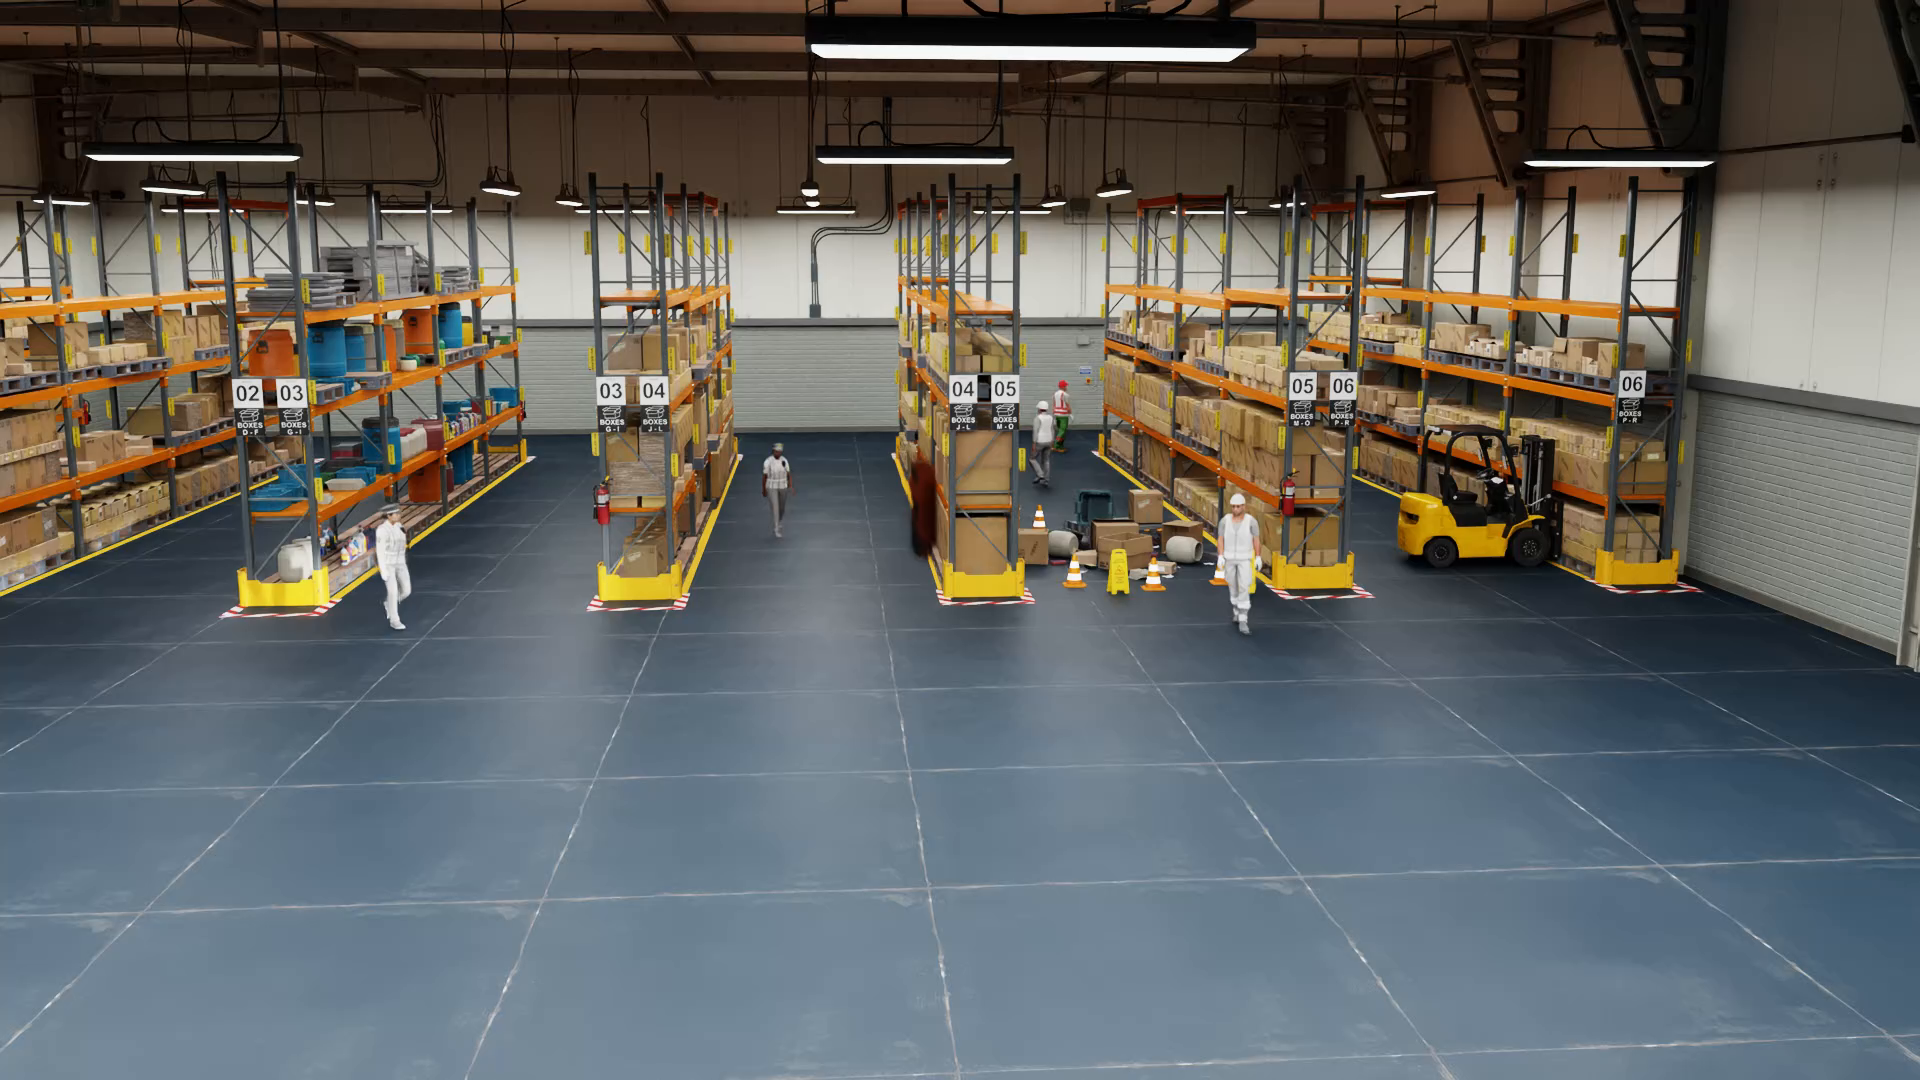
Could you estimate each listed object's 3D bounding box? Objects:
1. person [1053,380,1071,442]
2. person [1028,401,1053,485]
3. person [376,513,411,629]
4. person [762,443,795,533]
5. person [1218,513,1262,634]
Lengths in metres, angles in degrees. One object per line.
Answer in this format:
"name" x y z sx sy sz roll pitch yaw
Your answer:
"person" 2.453 -3.151 40.663 0.484 1.515 0.524 -7 12 -35
"person" 1.757 -2.063 35.274 0.564 1.775 0.453 -7 12 -34
"person" -7.538 0.334 21.975 0.568 1.642 0.473 8 13 38
"person" -3.201 -0.943 29.101 0.523 1.567 0.841 -4 11 -19
"person" 3.670 0.391 22.012 0.577 1.523 0.831 4 11 24
